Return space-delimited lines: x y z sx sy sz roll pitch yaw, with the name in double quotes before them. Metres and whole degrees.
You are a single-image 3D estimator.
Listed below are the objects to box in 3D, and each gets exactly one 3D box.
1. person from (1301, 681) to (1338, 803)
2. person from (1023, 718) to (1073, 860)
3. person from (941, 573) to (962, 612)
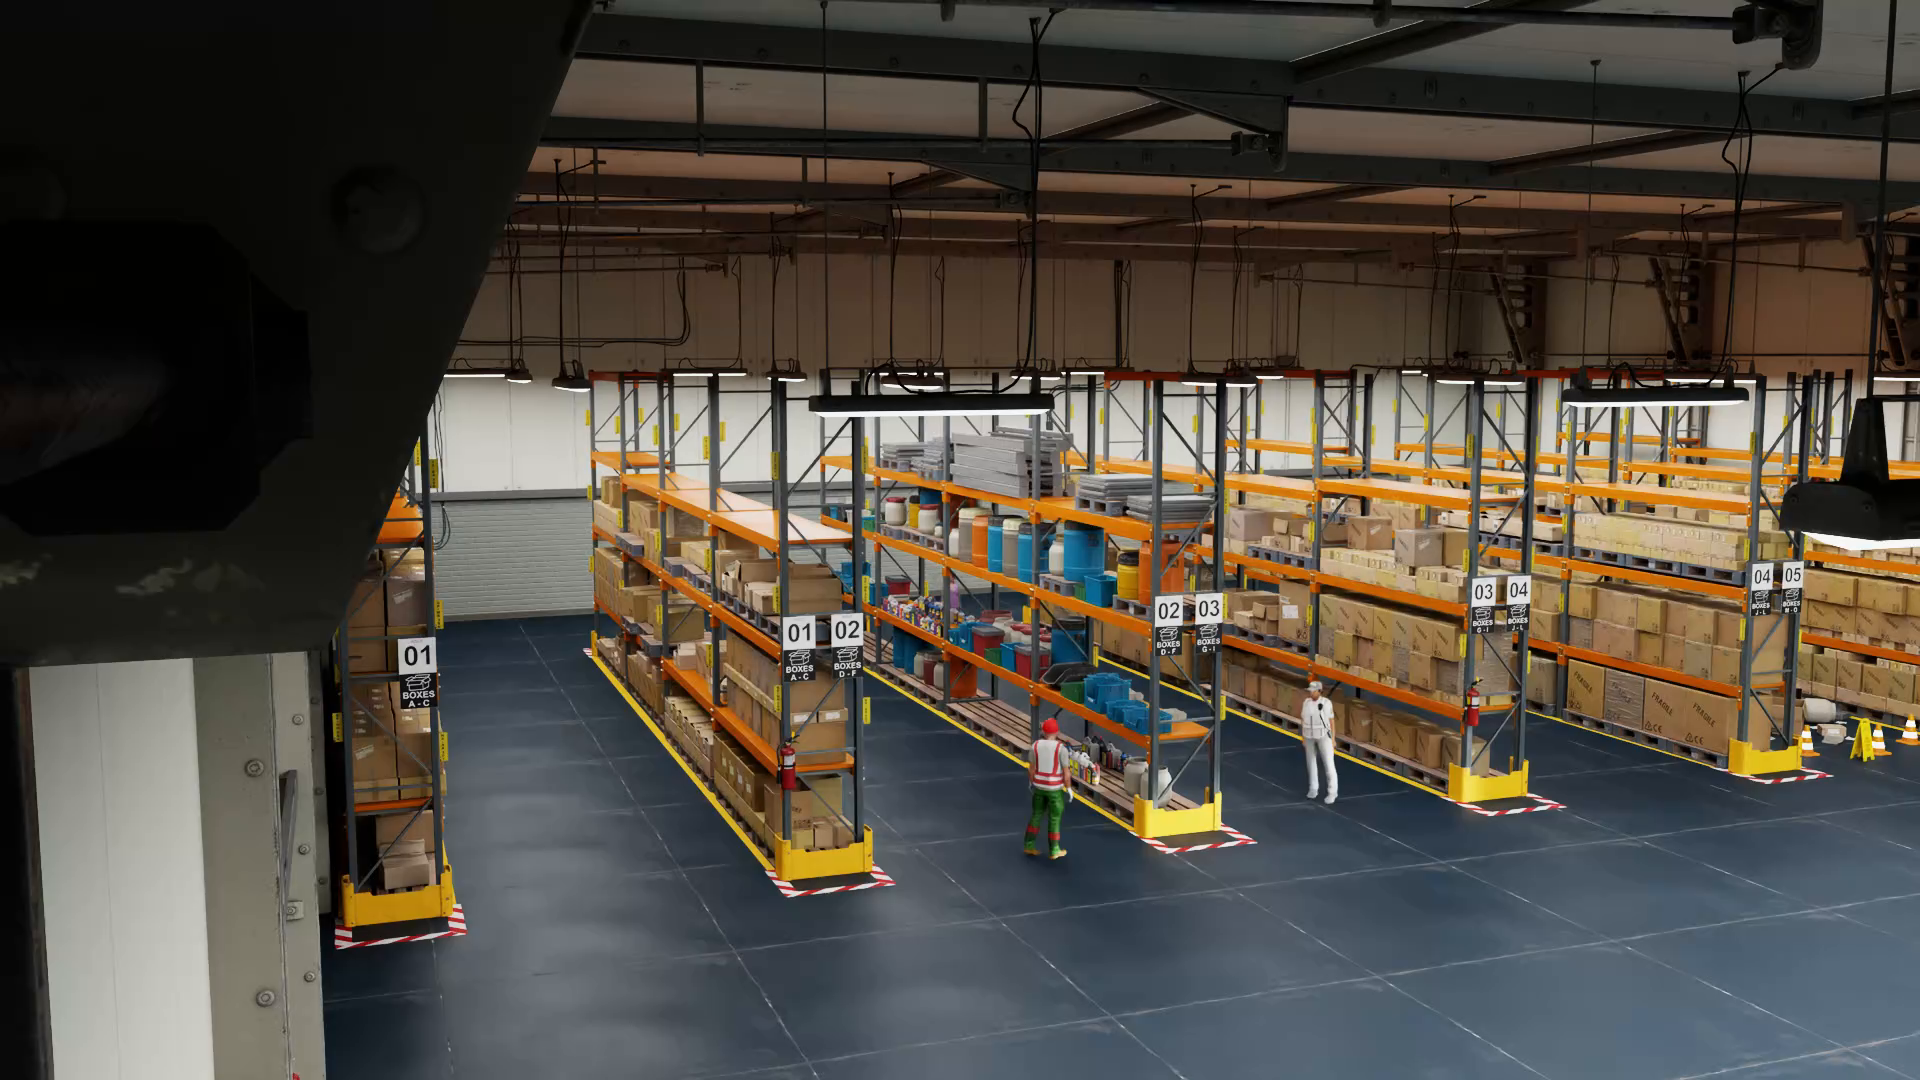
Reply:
"person" 5.131 2.860 23.784 0.611 1.678 0.457 5 8 36
"person" 1.137 3.129 20.934 0.607 1.825 0.442 5 8 39
"person" -0.192 1.482 36.486 0.506 1.558 0.776 -2 7 -20
